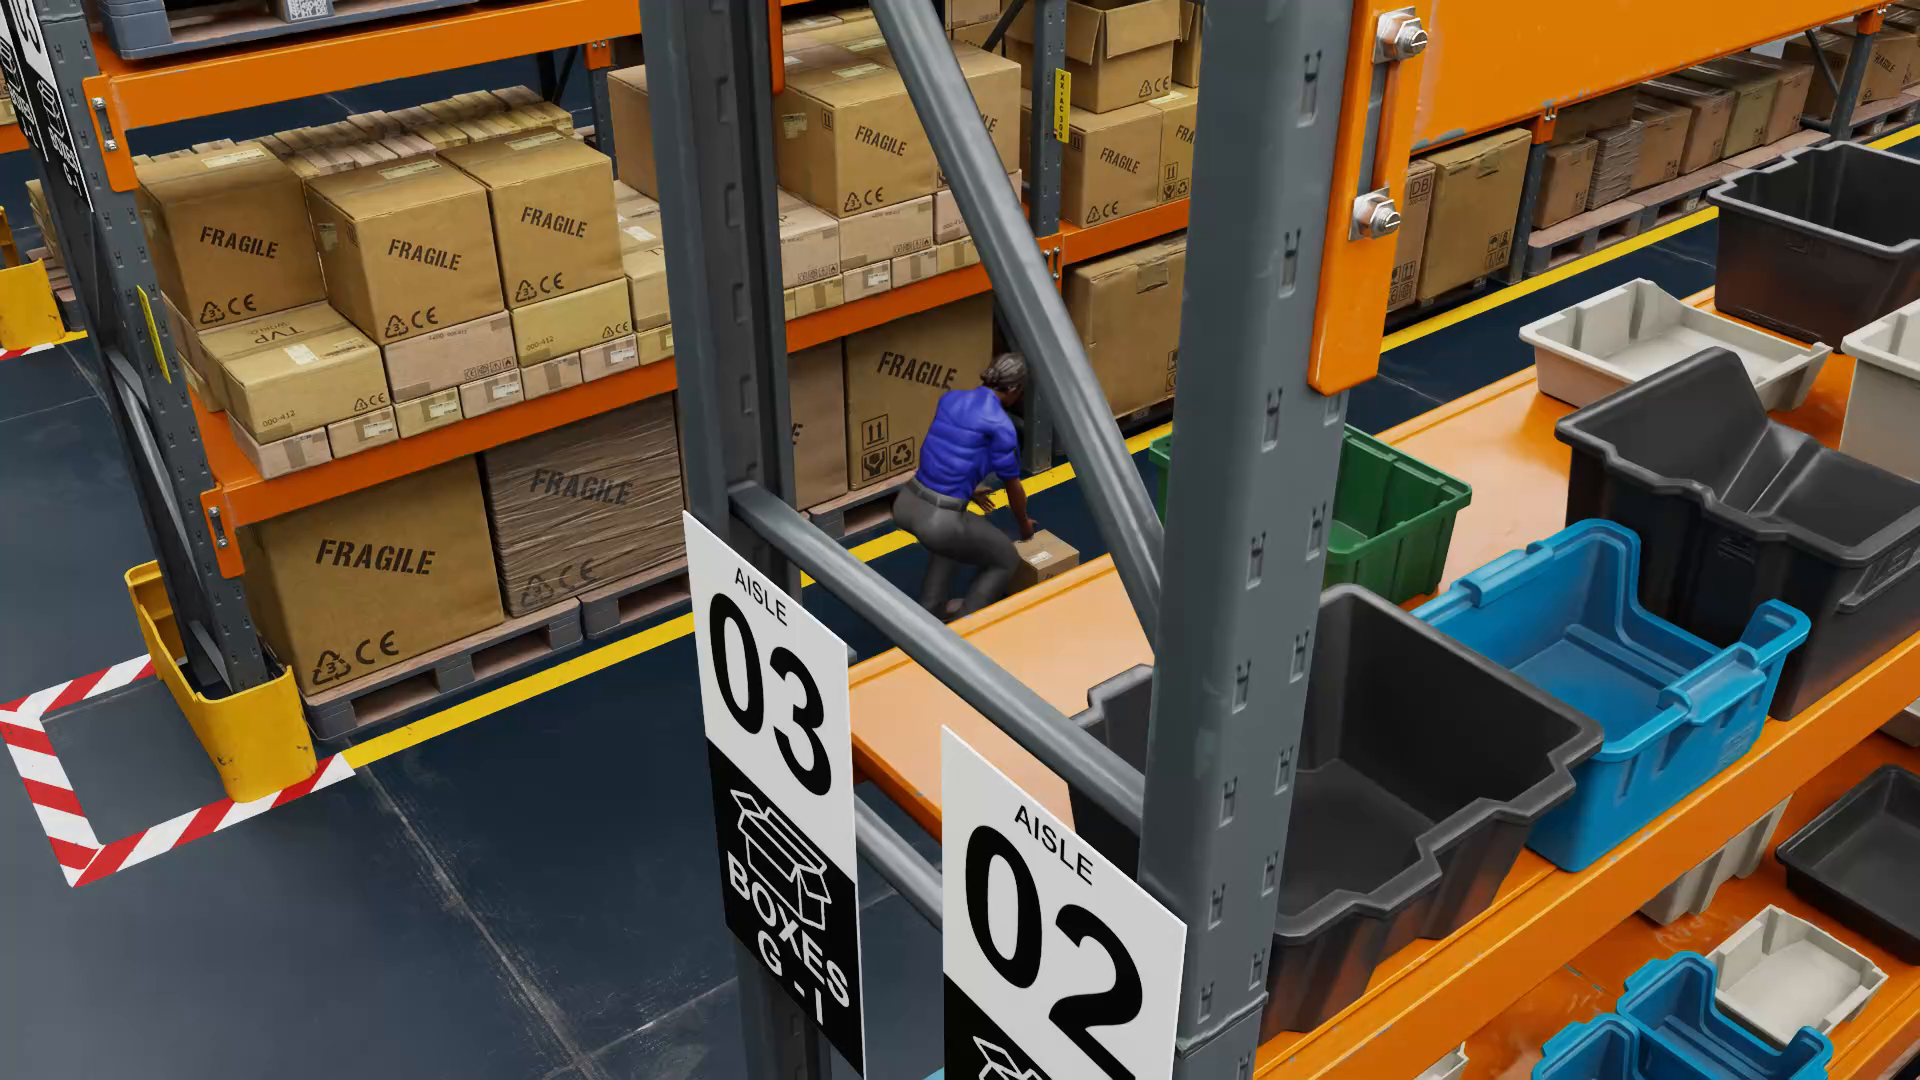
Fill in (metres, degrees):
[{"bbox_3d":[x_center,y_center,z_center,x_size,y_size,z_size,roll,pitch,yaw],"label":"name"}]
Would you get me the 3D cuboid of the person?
[{"bbox_3d":[0.012,-0.159,7.256,0.684,1.277,0.497,-22,39,-31],"label":"person"}]
